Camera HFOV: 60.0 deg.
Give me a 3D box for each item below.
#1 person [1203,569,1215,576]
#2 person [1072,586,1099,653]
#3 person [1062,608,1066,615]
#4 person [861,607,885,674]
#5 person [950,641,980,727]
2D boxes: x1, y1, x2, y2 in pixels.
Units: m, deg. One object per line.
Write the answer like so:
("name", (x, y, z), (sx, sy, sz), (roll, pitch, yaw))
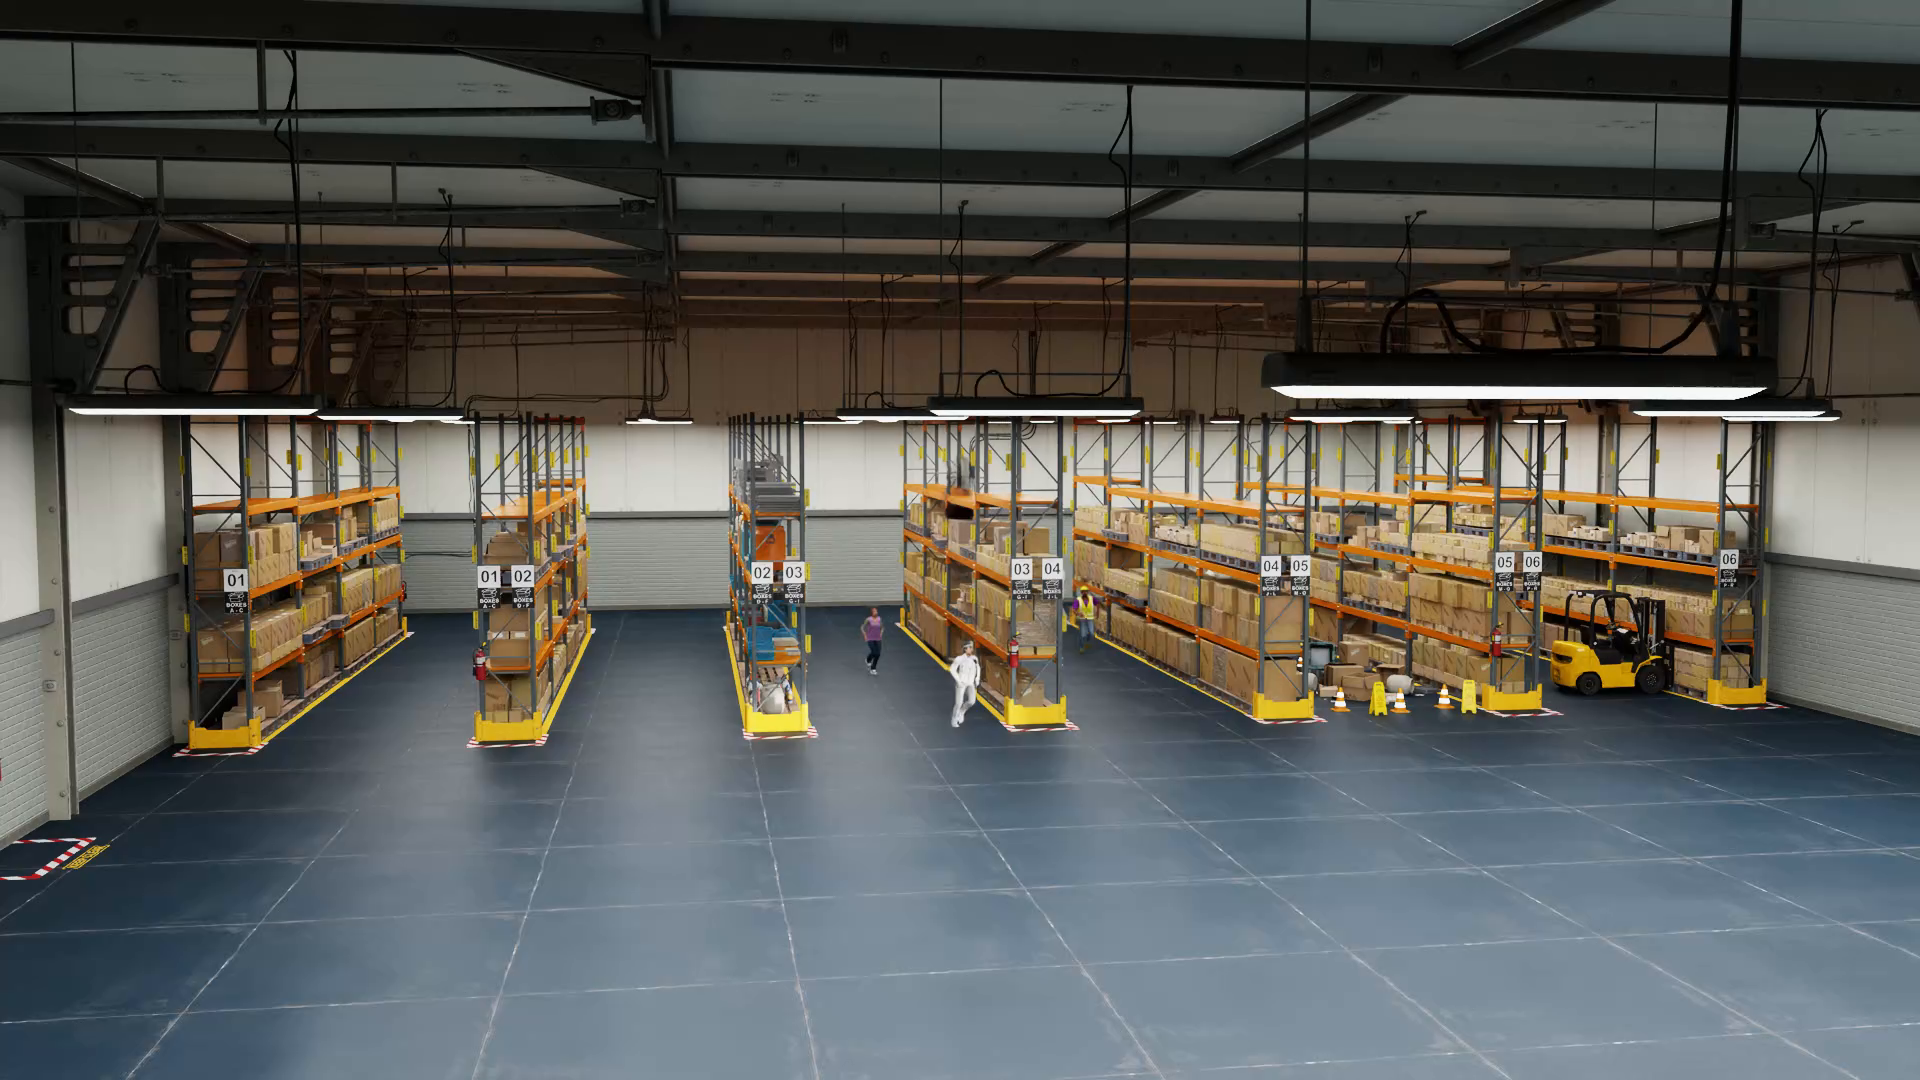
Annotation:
("person", (7.606, 1.516, 50.601), (0.811, 1.604, 0.605), (0, 4, -1))
("person", (3.183, 2.008, 41.858), (0.726, 1.714, 0.743), (0, 4, -4))
("person", (2.690, 1.491, 49.382), (0.956, 1.804, 0.723), (-1, 4, -16))
("person", (-1.975, 2.333, 38.421), (0.526, 1.562, 0.531), (-2, 4, -24))
("person", (0.137, 2.749, 31.827), (0.676, 1.644, 0.507), (-2, 4, -21))
